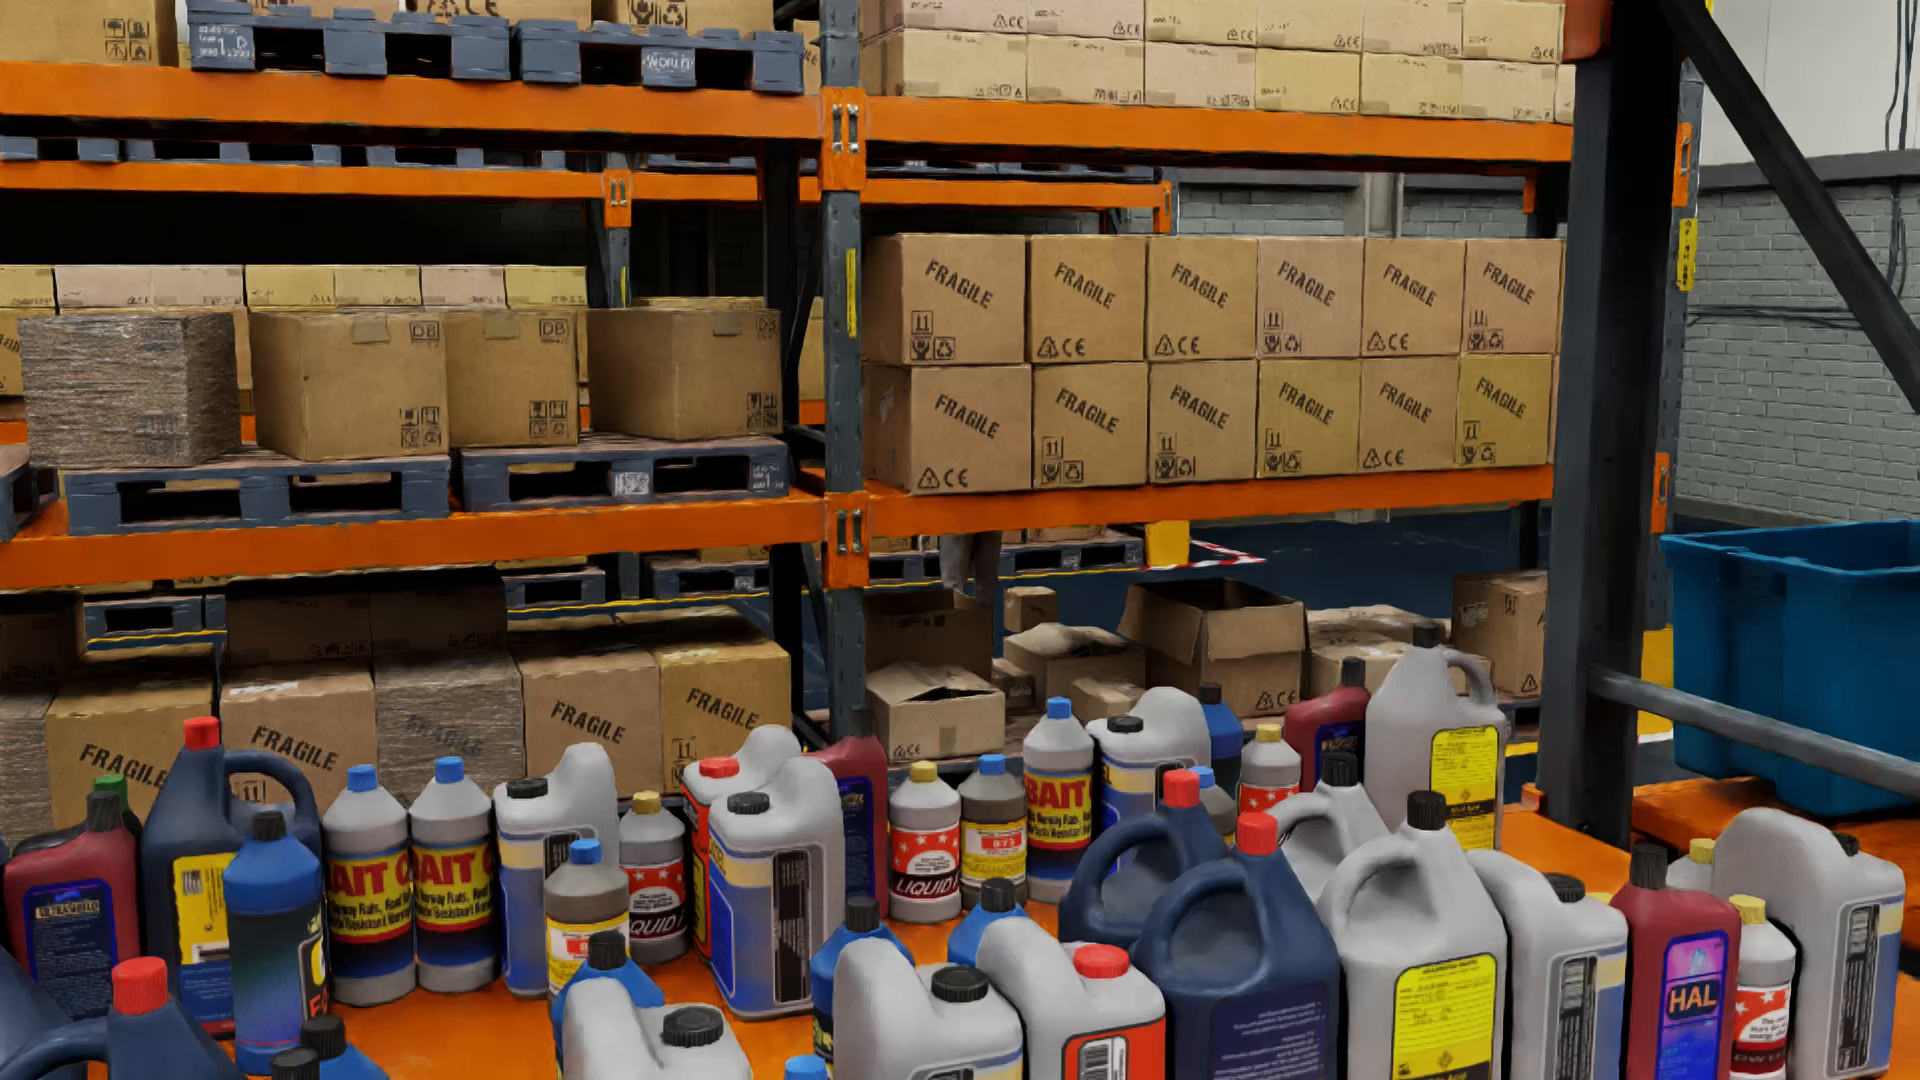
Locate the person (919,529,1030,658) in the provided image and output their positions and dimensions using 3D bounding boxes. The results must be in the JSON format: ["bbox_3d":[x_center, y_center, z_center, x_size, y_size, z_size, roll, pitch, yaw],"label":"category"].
[{"bbox_3d":[0.063,-0.101,8.848,0.643,1.666,0.561,-3,10,-19],"label":"person"}]
